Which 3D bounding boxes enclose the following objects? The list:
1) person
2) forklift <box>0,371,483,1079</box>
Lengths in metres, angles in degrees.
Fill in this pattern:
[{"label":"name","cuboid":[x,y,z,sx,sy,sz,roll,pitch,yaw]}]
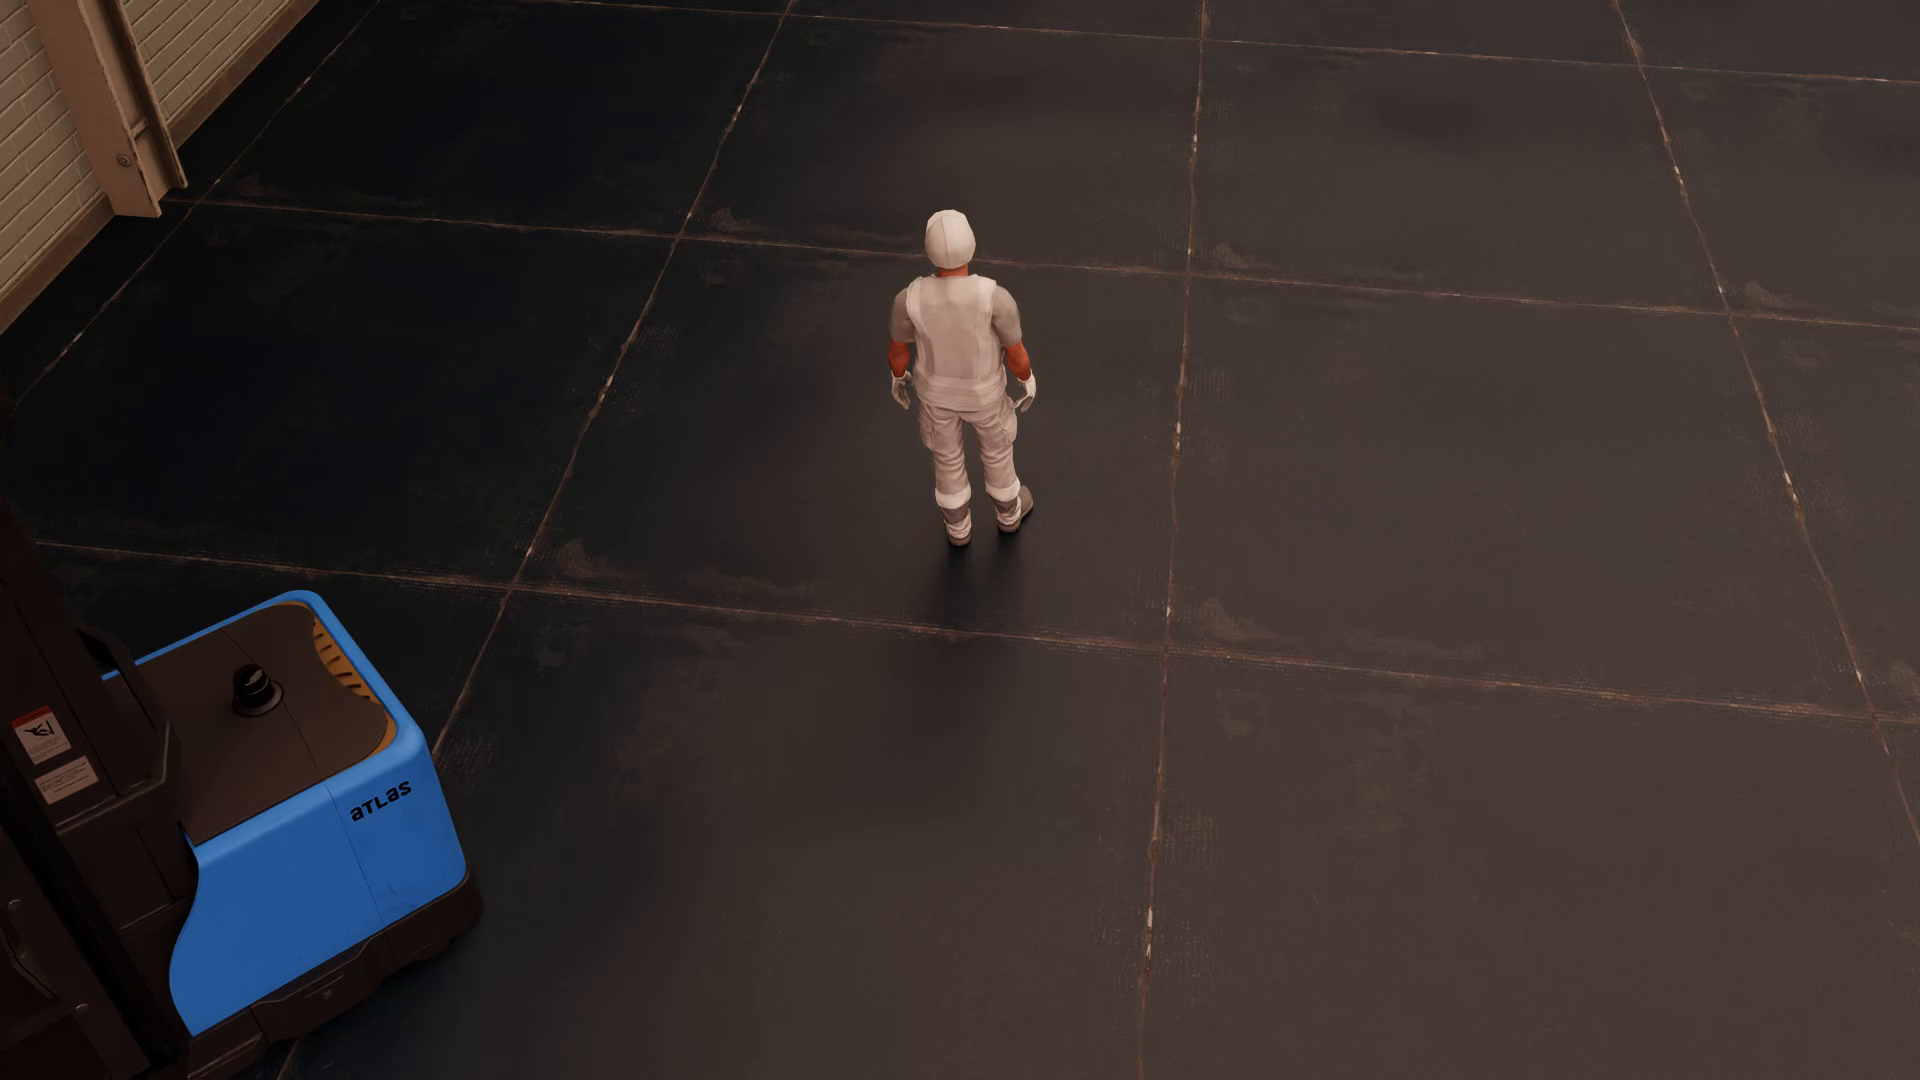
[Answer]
[{"label":"person","cuboid":[0.021,-0.717,7.339,0.638,1.789,0.562,5,43,6]},{"label":"forklift","cuboid":[-3.261,0.750,4.907,3.031,2.935,1.130,-29,50,-28]}]
